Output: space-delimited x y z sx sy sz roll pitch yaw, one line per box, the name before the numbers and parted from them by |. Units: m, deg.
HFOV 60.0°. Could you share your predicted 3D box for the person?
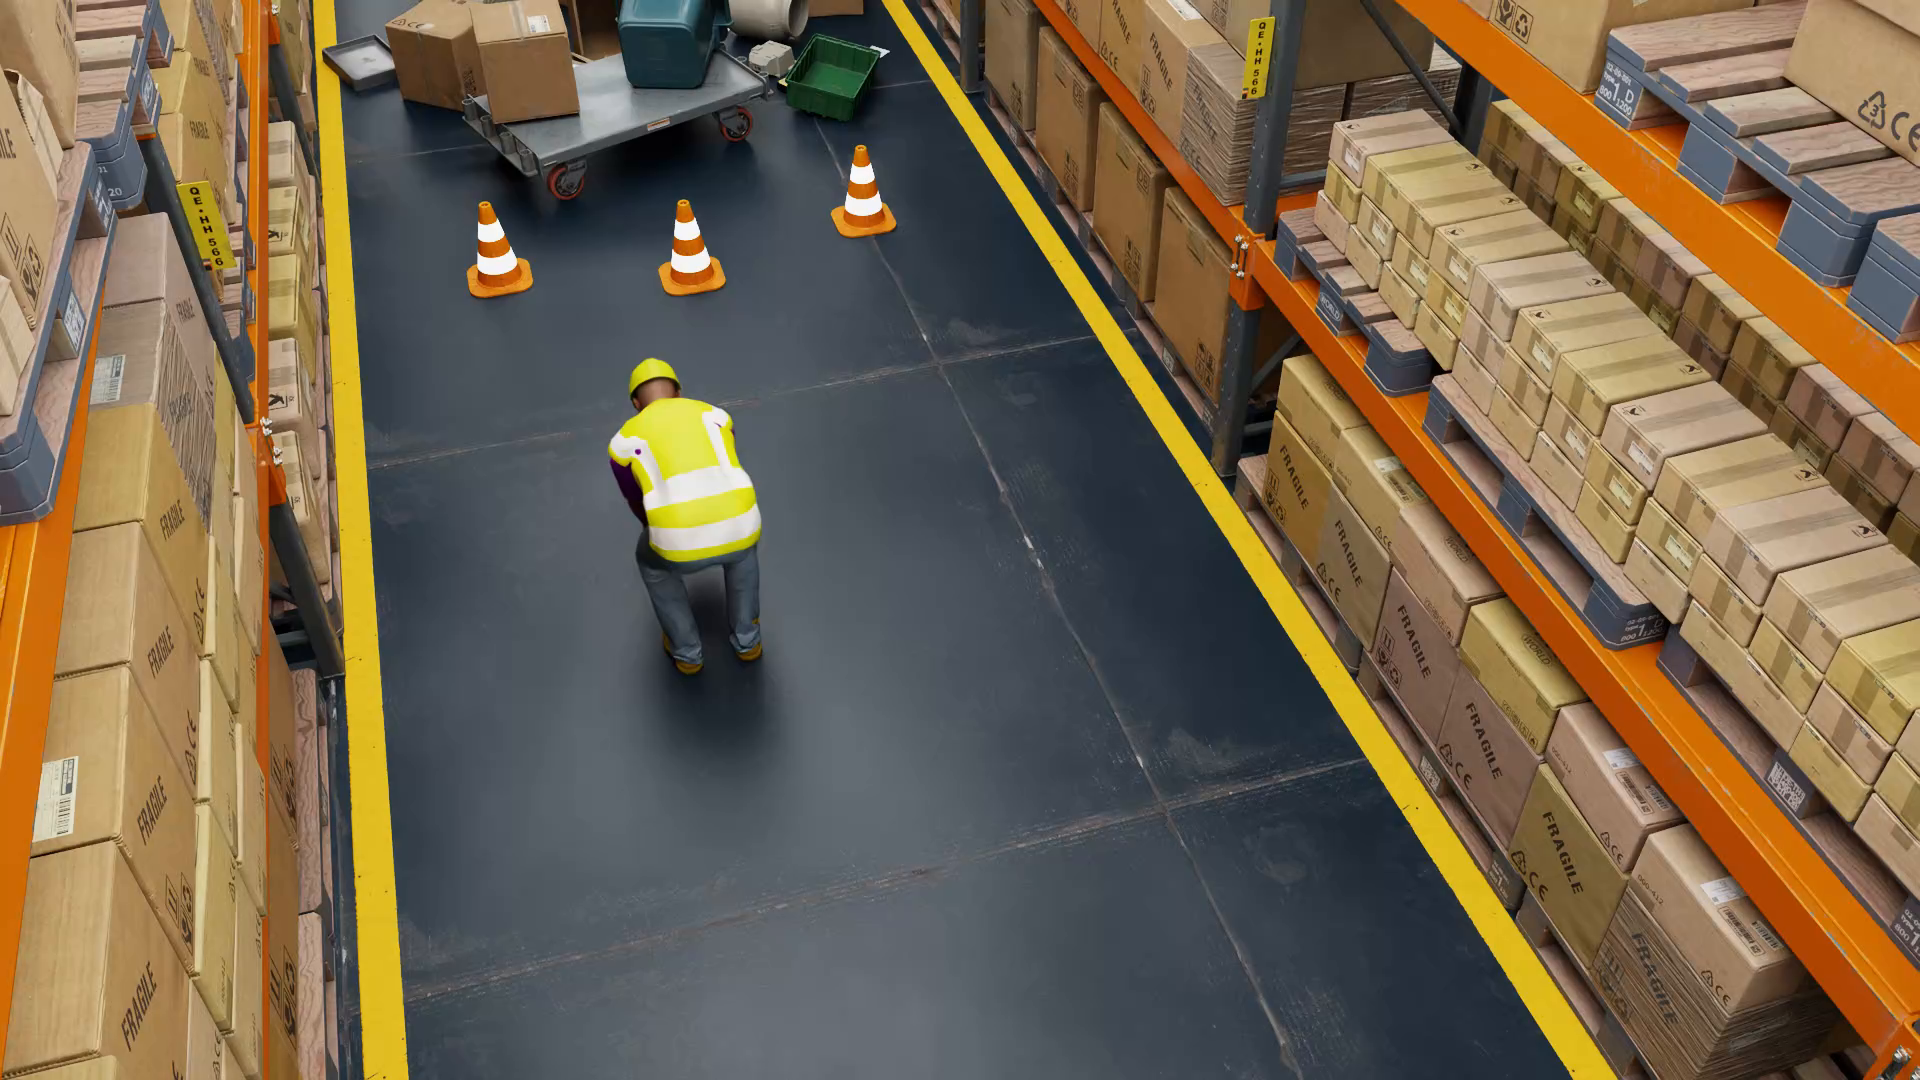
person | -1.099 -0.074 6.734 0.514 1.083 0.966 -14 44 -15
